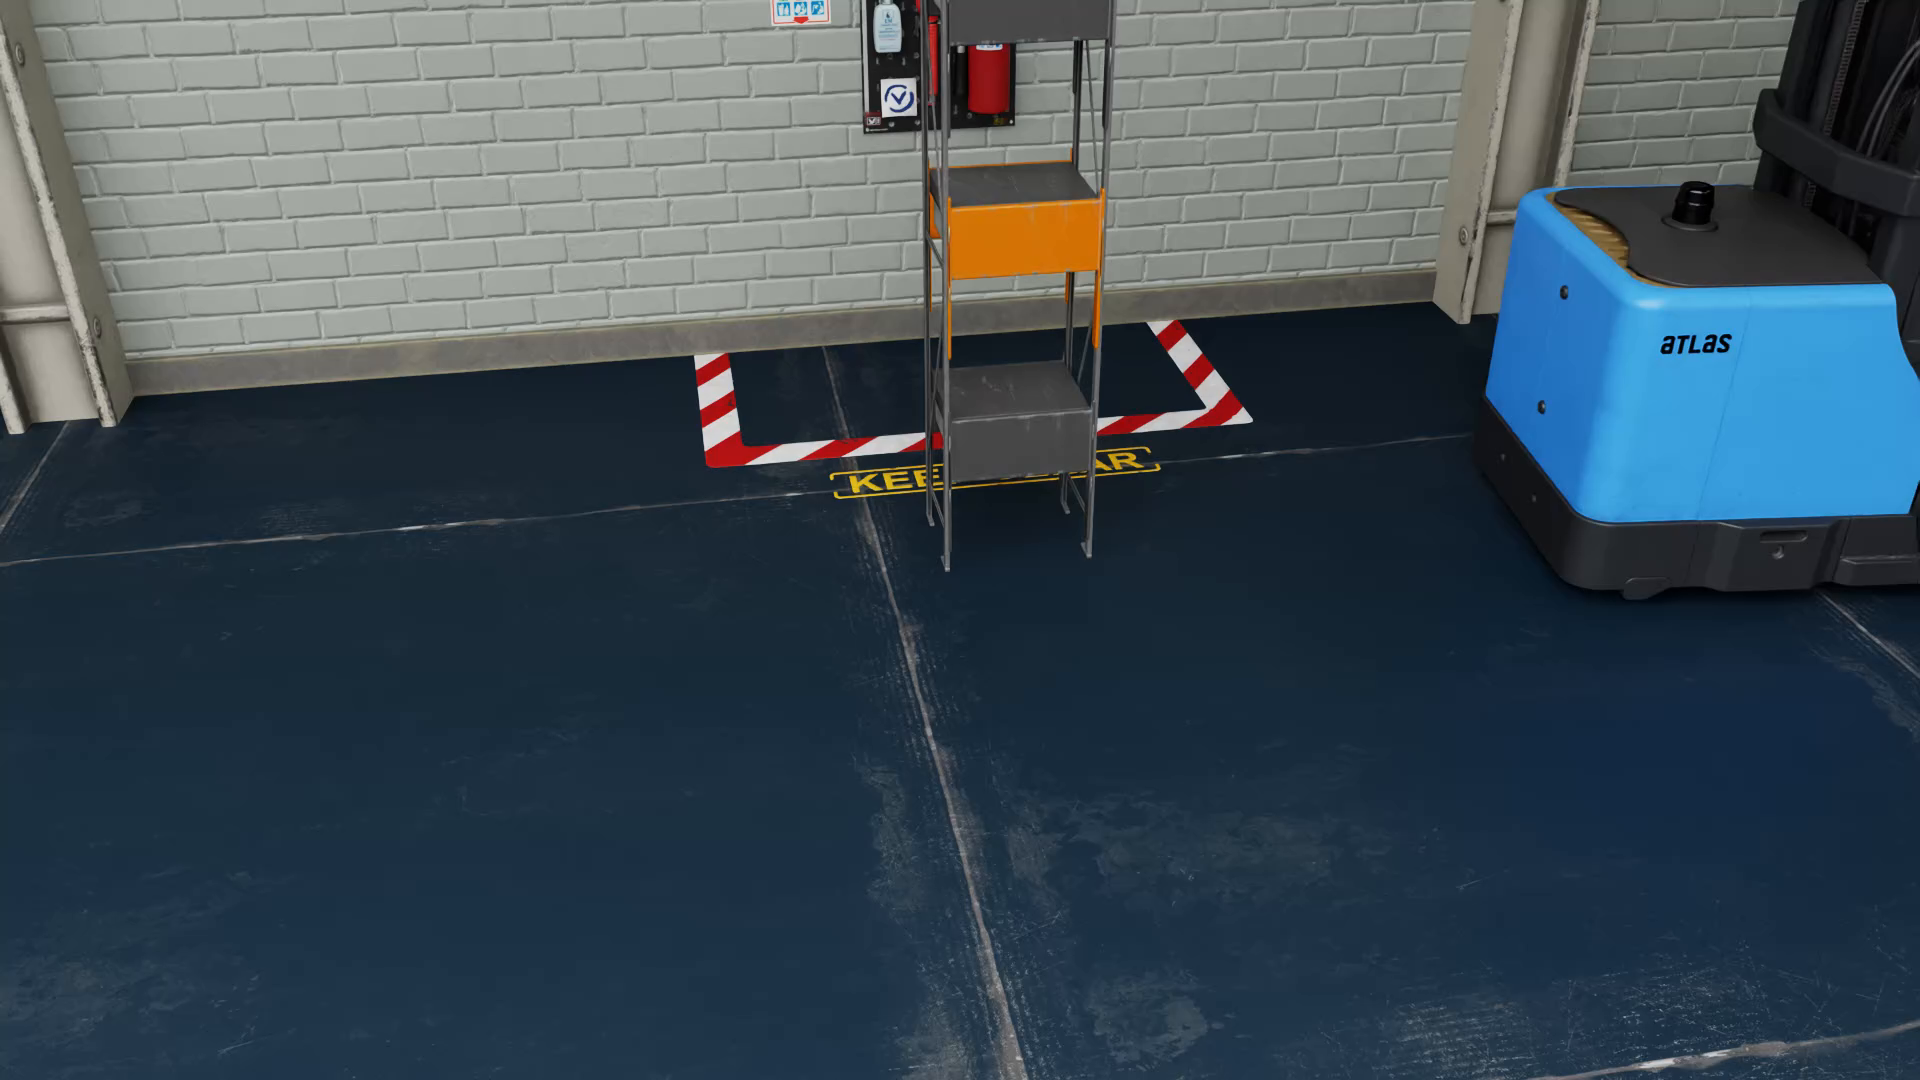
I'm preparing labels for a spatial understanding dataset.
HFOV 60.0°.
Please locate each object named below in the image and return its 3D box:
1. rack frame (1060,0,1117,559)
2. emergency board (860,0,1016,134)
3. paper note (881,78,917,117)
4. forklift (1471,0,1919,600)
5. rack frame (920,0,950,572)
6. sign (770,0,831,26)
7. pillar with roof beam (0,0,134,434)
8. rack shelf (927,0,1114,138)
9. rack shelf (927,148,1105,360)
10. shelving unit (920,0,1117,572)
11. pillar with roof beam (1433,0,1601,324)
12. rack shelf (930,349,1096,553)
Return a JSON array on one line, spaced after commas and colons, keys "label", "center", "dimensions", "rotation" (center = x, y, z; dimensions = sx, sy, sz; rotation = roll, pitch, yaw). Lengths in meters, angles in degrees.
[{"label": "rack frame", "center": [0.403, -0.943, 5.281], "dimensions": [0.015, 2.100, 0.400], "rotation": [-5, 31, -9]}, {"label": "emergency board", "center": [-0.058, -2.139, 6.429], "dimensions": [0.643, 1.169, 0.194], "rotation": [-5, 31, -9]}, {"label": "paper note", "center": [-0.245, -1.778, 6.683], "dimensions": [0.142, 0.148, 0.016], "rotation": [-5, 31, -9]}, {"label": "forklift", "center": [3.429, -1.351, 5.156], "dimensions": [3.031, 2.935, 1.130], "rotation": [-2, 31, -3]}, {"label": "rack frame", "center": [-0.077, -0.898, 5.206], "dimensions": [0.015, 2.100, 0.400], "rotation": [-5, 31, -9]}, {"label": "sign", "center": [-0.620, -2.156, 6.422], "dimensions": [0.234, 0.329, 0.001], "rotation": [-5, 31, -9]}, {"label": "pillar with roof beam", "center": [-2.747, -2.238, 0.678], "dimensions": [0.400, 9.000, 9.100], "rotation": [-5, 31, -9]}, {"label": "rack shelf", "center": [0.163, -1.512, 4.896], "dimensions": [0.480, 0.518, 0.431], "rotation": [-5, 31, -9]}, {"label": "rack shelf", "center": [0.163, -0.908, 5.250], "dimensions": [0.480, 0.518, 0.431], "rotation": [-5, 31, -9]}, {"label": "shelving unit", "center": [0.163, -0.920, 5.244], "dimensions": [0.503, 2.100, 0.431], "rotation": [-5, 31, -9]}, {"label": "pillar with roof beam", "center": [3.155, -2.786, 1.609], "dimensions": [0.400, 9.000, 9.100], "rotation": [-5, 31, -9]}, {"label": "rack shelf", "center": [0.163, -0.305, 5.605], "dimensions": [0.480, 0.518, 0.431], "rotation": [-5, 31, -9]}]
